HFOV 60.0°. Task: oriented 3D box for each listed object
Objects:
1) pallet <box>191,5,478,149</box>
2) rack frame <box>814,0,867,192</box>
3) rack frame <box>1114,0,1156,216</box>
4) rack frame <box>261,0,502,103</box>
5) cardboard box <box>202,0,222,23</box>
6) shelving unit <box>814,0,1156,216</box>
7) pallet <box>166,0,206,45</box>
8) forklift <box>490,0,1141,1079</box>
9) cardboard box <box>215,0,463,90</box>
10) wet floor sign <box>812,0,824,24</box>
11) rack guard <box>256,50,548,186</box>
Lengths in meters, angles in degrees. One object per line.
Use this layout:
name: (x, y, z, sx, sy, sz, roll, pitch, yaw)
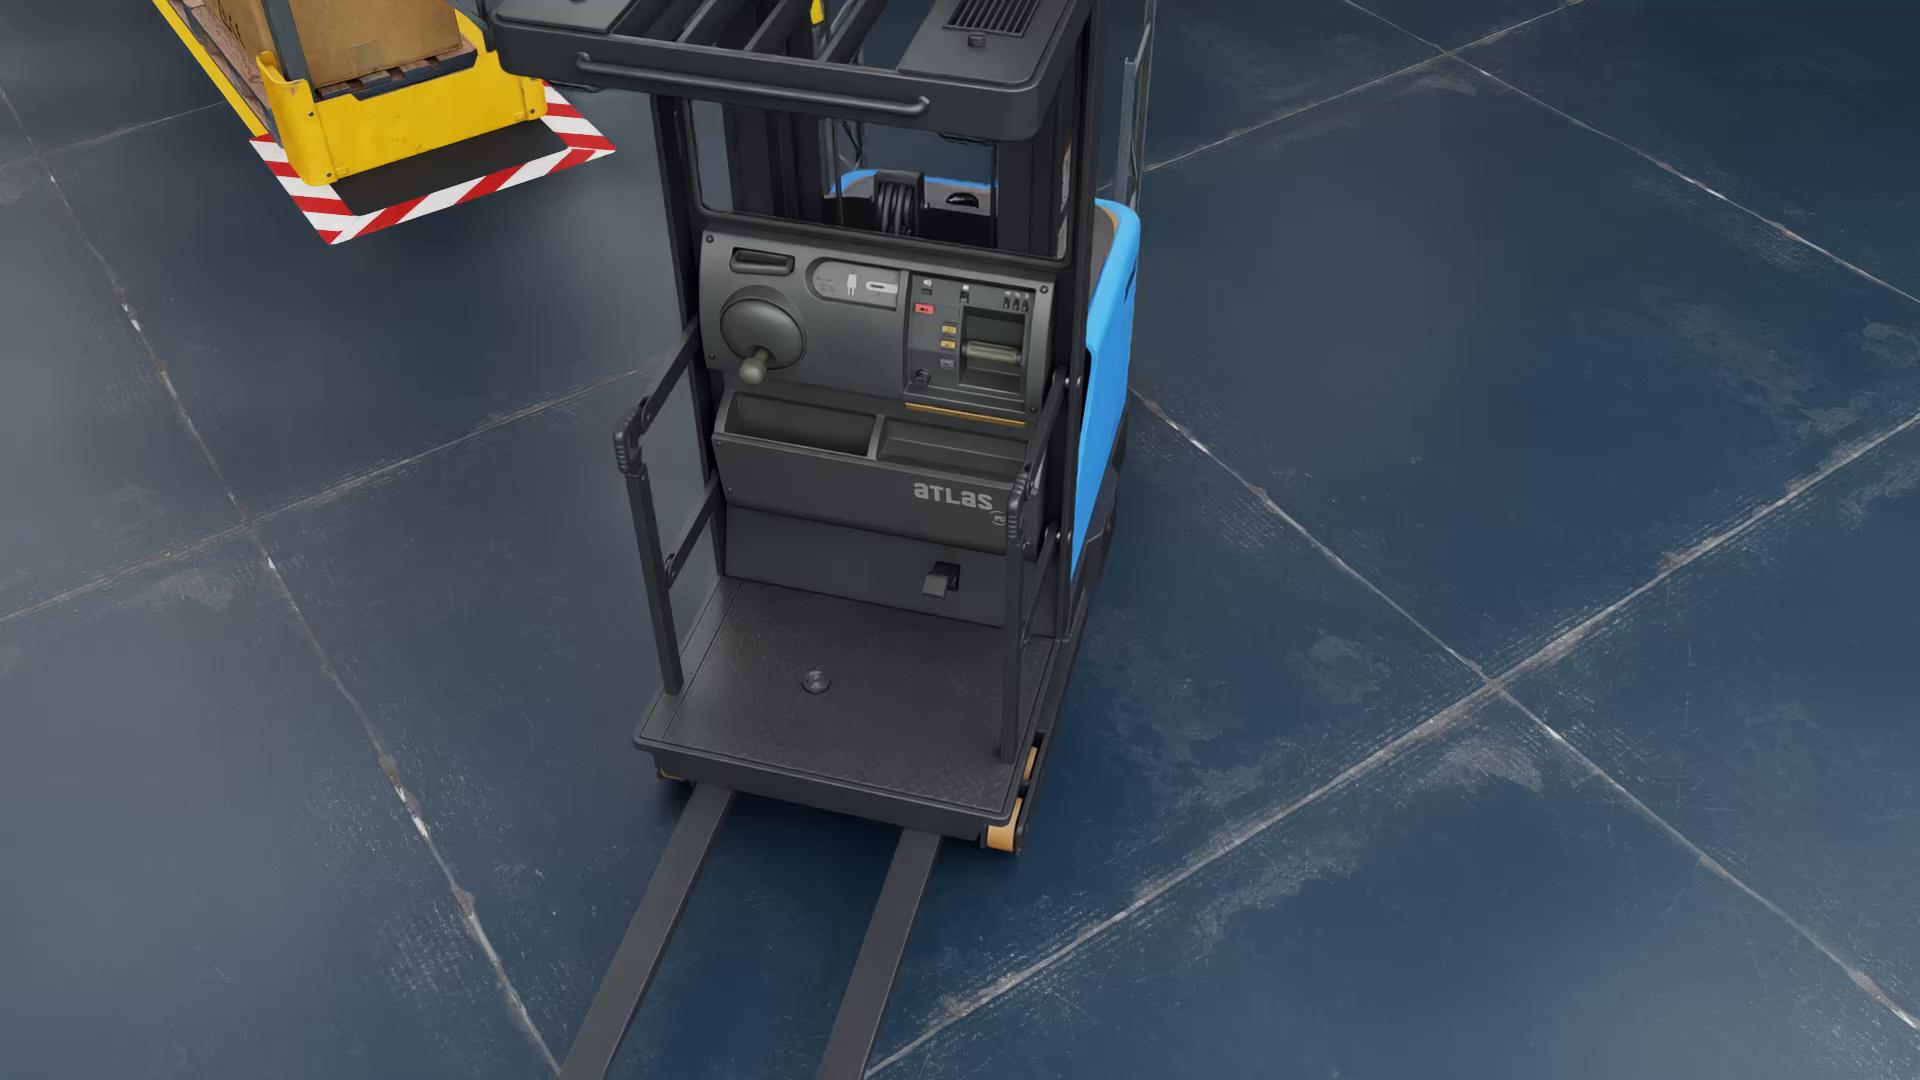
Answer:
pallet: (-3.040, -2.396, 8.107, 1.003, 0.211, 1.213, -26, 49, -24)
rack frame: (-0.414, -1.247, 5.970, 0.032, 1.500, 0.500, 9, 44, 9)
rack frame: (0.577, -1.091, 5.806, 0.032, 1.500, 0.500, 9, 44, 9)
rack frame: (-2.518, -2.982, 6.702, 1.000, 3.000, 0.127, -26, 49, -24)
cardboard box: (-3.465, -3.221, 8.187, 0.875, 0.875, 0.875, -26, 50, -25)
shelving unit: (0.073, -1.170, 5.890, 1.083, 1.500, 0.587, 9, 44, 9)
pallet: (-3.733, -3.086, 8.830, 1.003, 0.211, 1.213, -26, 49, -24)
forklift: (-0.276, -0.464, 4.113, 1.130, 2.935, 3.031, 10, 45, 11)
cardboard box: (-2.960, -2.724, 7.665, 0.875, 0.875, 0.875, -25, 49, -24)
wet floor sign: (-0.877, -2.897, 8.317, 0.267, 0.644, 0.232, -35, 53, -31)
rack guard: (-2.504, -2.065, 7.551, 1.175, 0.500, 0.348, -26, 49, -24)
